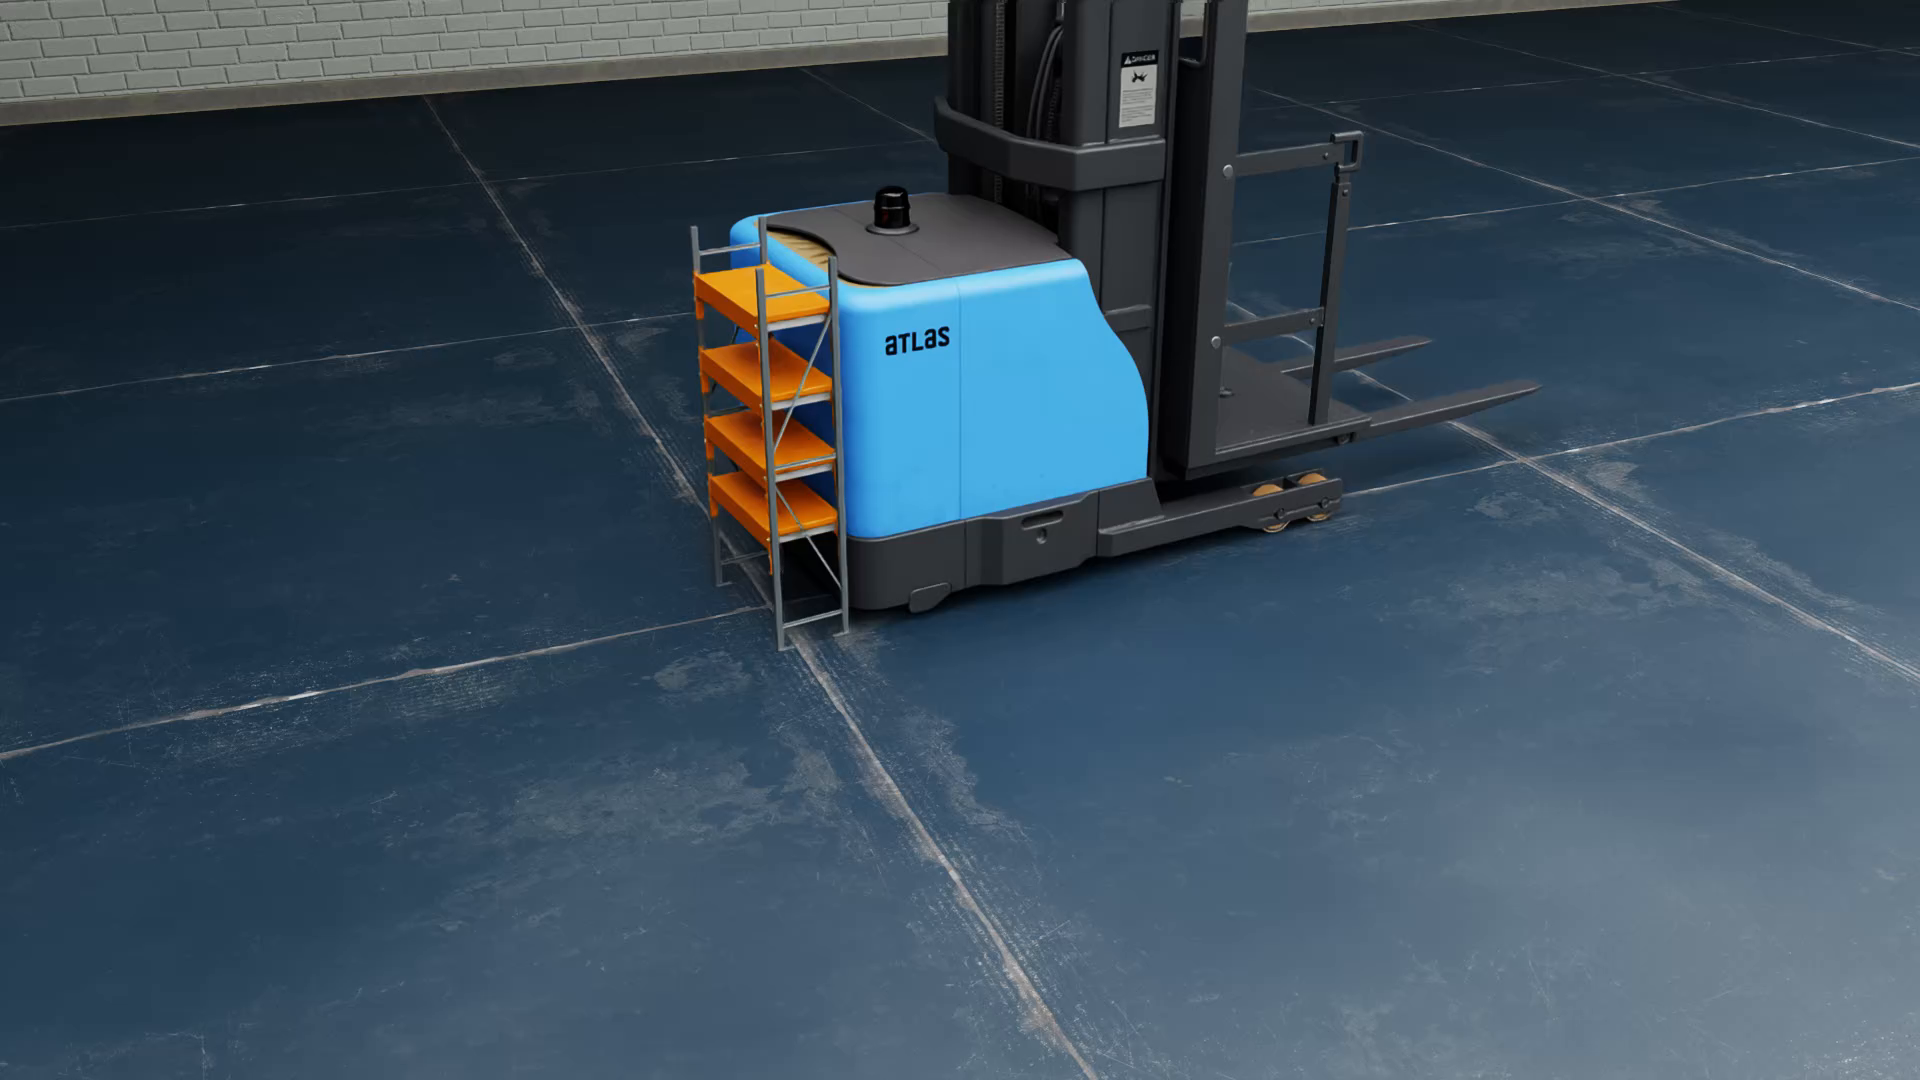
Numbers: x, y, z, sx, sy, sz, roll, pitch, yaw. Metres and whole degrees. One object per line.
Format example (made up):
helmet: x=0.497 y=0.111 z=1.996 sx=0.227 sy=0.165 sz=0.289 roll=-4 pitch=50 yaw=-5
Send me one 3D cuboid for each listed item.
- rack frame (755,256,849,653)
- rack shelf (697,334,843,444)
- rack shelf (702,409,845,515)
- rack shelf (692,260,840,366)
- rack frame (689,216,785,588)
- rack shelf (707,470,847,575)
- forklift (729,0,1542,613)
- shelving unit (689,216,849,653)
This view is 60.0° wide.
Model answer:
rack frame: x=-0.451 y=-0.225 z=4.843 sx=0.240 sy=1.200 sz=0.015 roll=-14 pitch=29 yaw=-26
rack shelf: x=-0.571 y=-0.458 z=4.964 sx=0.258 sy=0.148 sz=0.480 roll=-14 pitch=29 yaw=-26
rack shelf: x=-0.571 y=-0.257 z=5.063 sx=0.258 sy=0.148 sz=0.480 roll=-14 pitch=29 yaw=-26
rack shelf: x=-0.571 y=-0.671 z=4.861 sx=0.258 sy=0.148 sz=0.480 roll=-14 pitch=29 yaw=-26
rack frame: x=-0.692 y=-0.411 z=5.224 sx=0.240 sy=1.200 sz=0.015 roll=-14 pitch=29 yaw=-26
rack shelf: x=-0.571 y=-0.079 z=5.150 sx=0.258 sy=0.148 sz=0.480 roll=-14 pitch=29 yaw=-26
forklift: x=0.772 y=-1.533 z=5.550 sx=3.031 sy=2.935 sz=1.130 roll=-13 pitch=29 yaw=-25
shelving unit: x=-0.571 y=-0.318 z=5.033 sx=0.258 sy=1.200 sz=0.503 roll=-14 pitch=29 yaw=-26
